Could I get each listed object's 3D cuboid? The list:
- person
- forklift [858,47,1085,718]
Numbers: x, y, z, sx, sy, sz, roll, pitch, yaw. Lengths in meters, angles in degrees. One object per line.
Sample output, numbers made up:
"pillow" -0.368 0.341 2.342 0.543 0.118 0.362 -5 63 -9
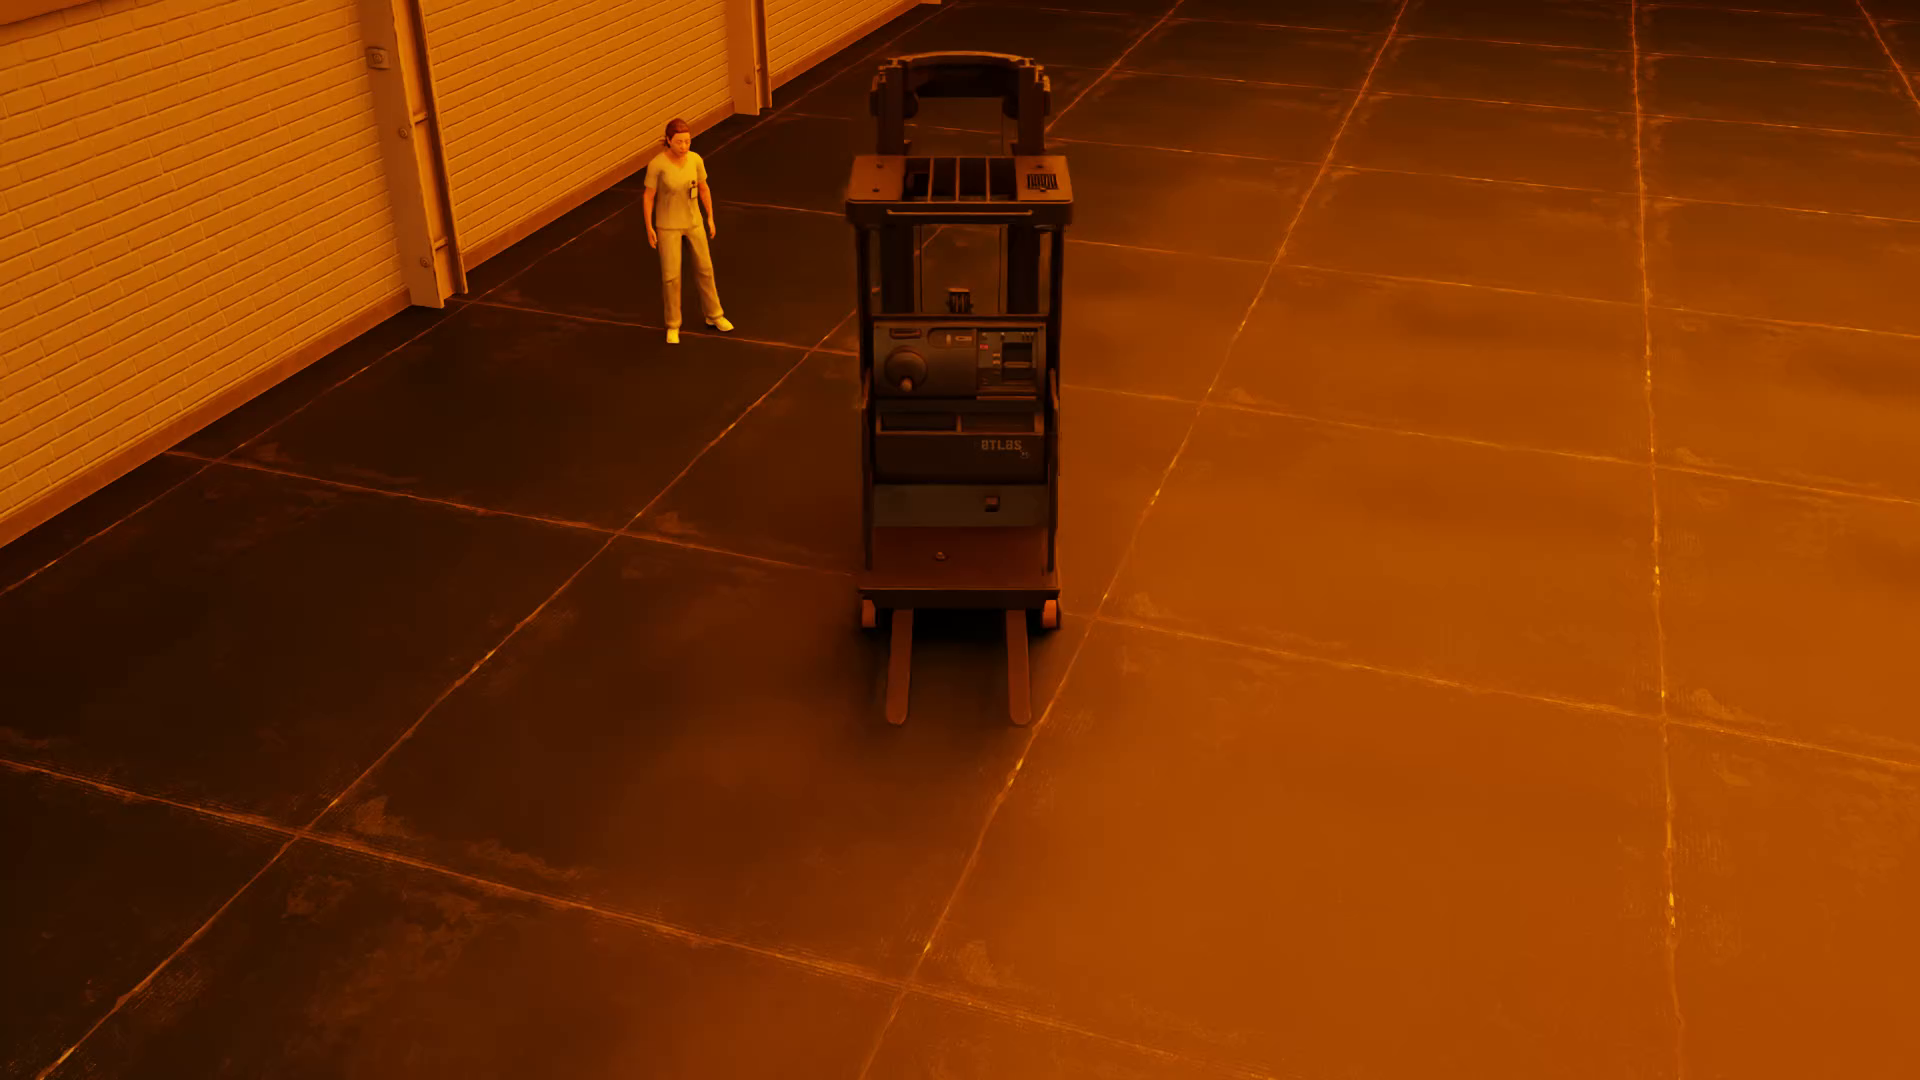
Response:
"person" -2.091 -2.341 12.525 0.609 1.668 0.402 -15 33 -25
"forklift" 0.035 -0.972 8.842 1.130 2.935 3.031 -2 30 -3
